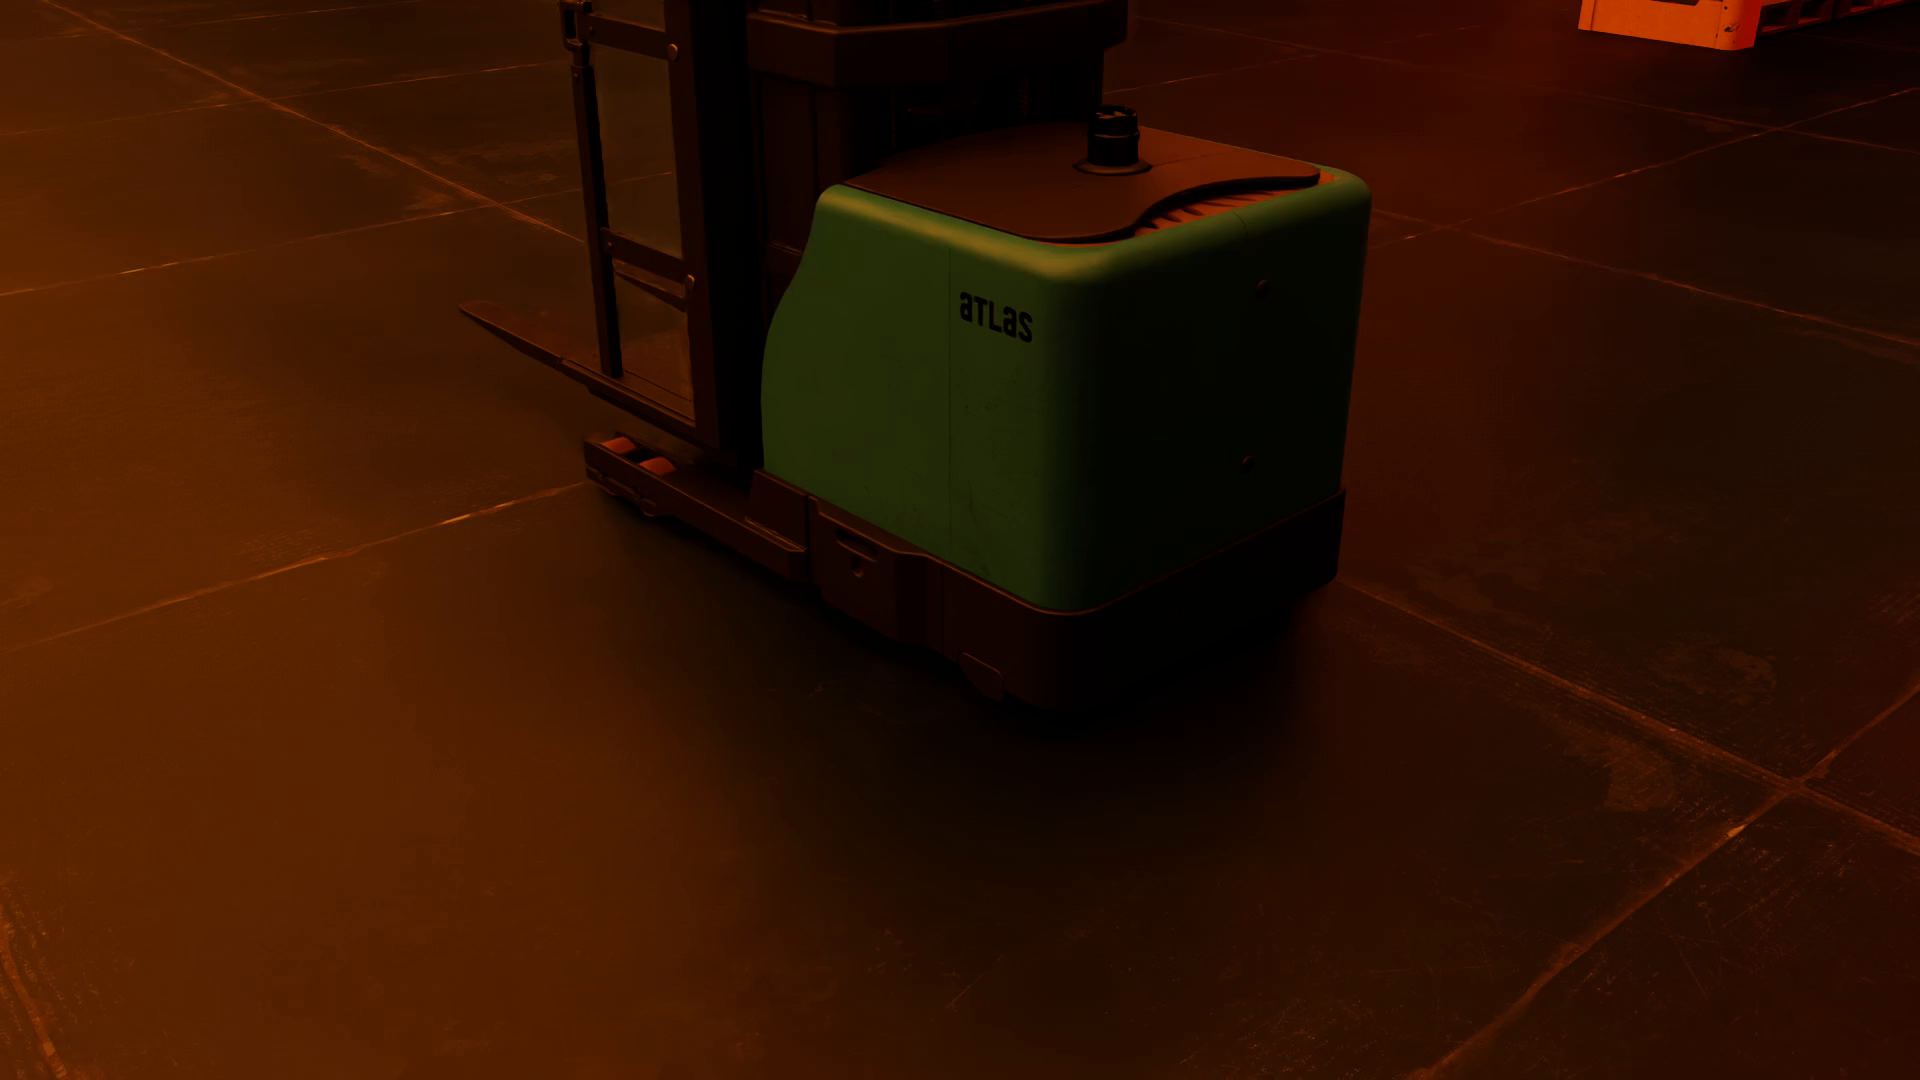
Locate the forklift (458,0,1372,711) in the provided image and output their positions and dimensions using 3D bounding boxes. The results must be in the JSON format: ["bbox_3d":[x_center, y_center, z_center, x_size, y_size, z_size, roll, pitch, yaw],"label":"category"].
[{"bbox_3d":[-0.421,-1.511,4.248,1.130,2.935,3.031,-22,34,-37],"label":"forklift"}]
